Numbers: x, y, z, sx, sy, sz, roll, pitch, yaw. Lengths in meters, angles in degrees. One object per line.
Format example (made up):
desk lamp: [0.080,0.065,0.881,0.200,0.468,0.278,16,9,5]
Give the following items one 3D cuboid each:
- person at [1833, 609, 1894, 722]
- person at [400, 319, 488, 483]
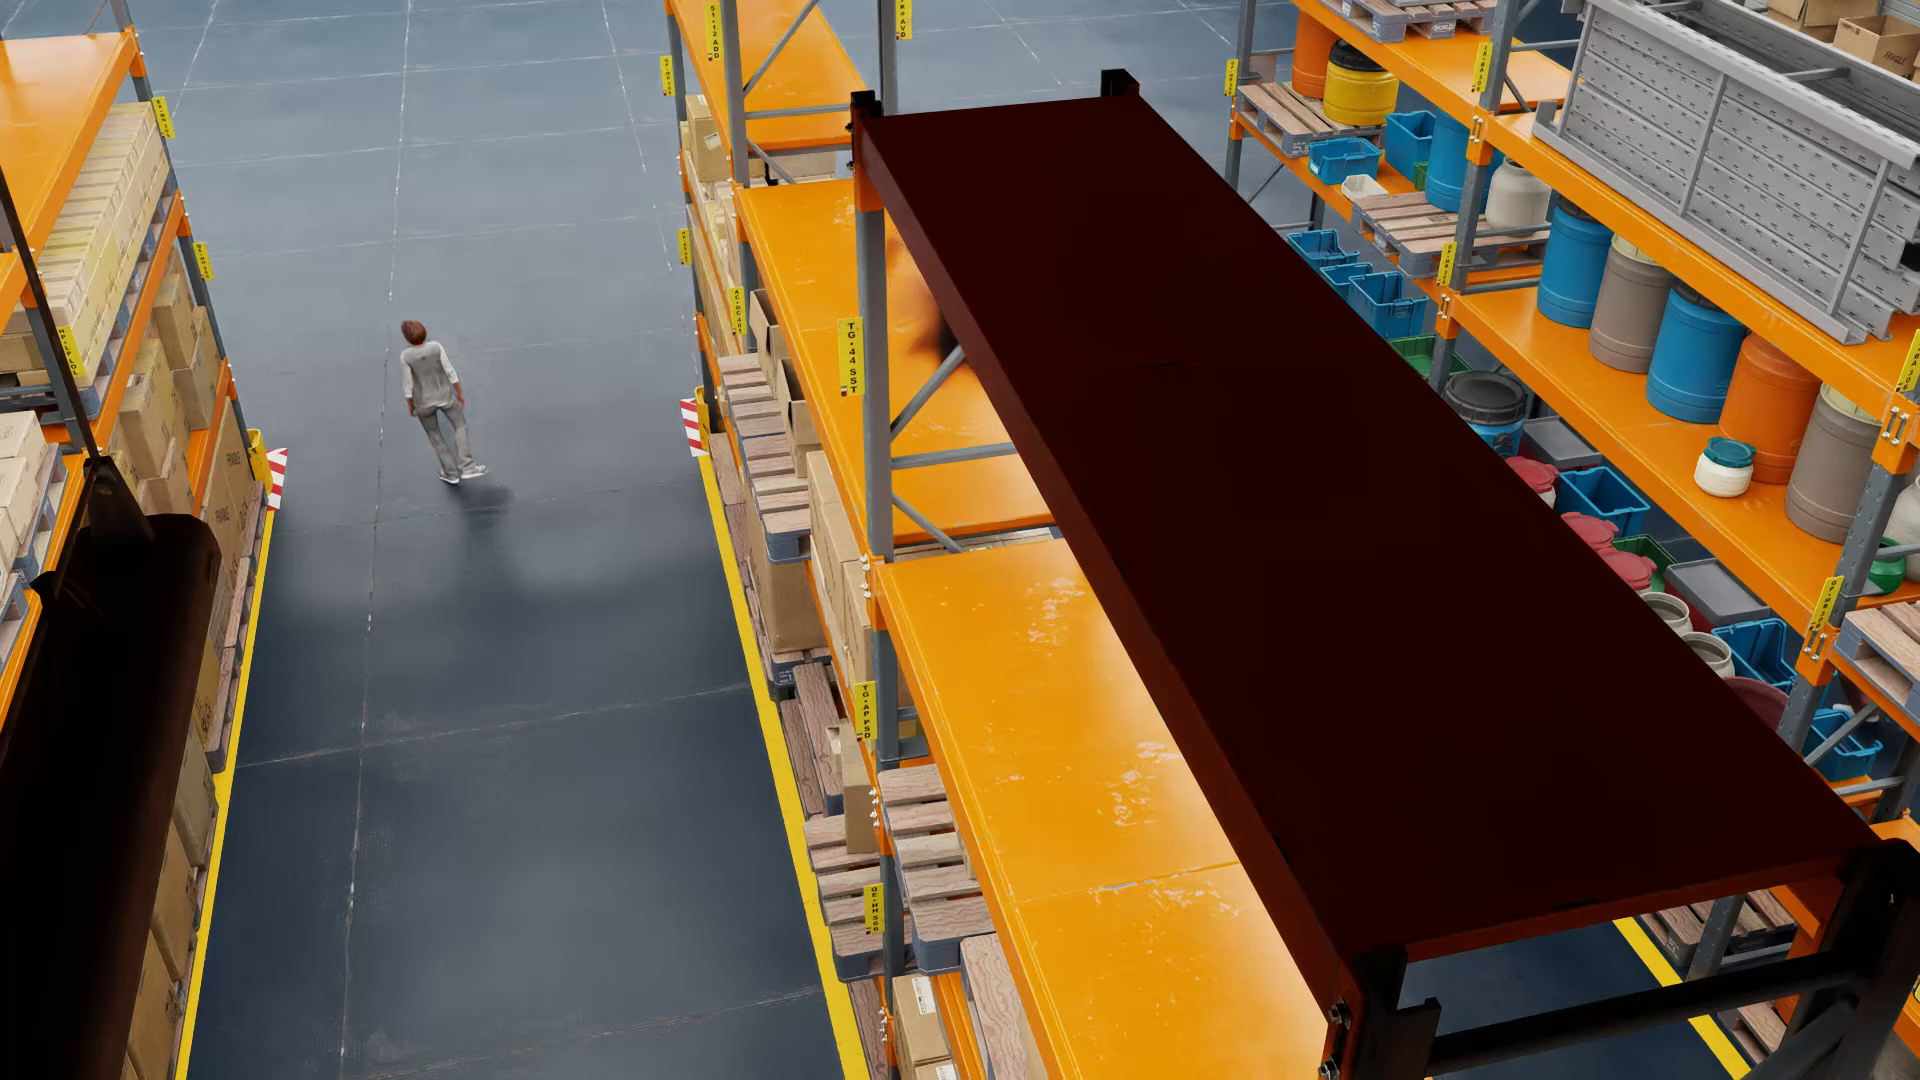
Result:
person: [6.572,0.646,11.852,0.600,1.491,0.830,-26,42,-32]
person: [-4.511,-1.190,14.440,0.542,1.577,0.433,-18,38,-24]
